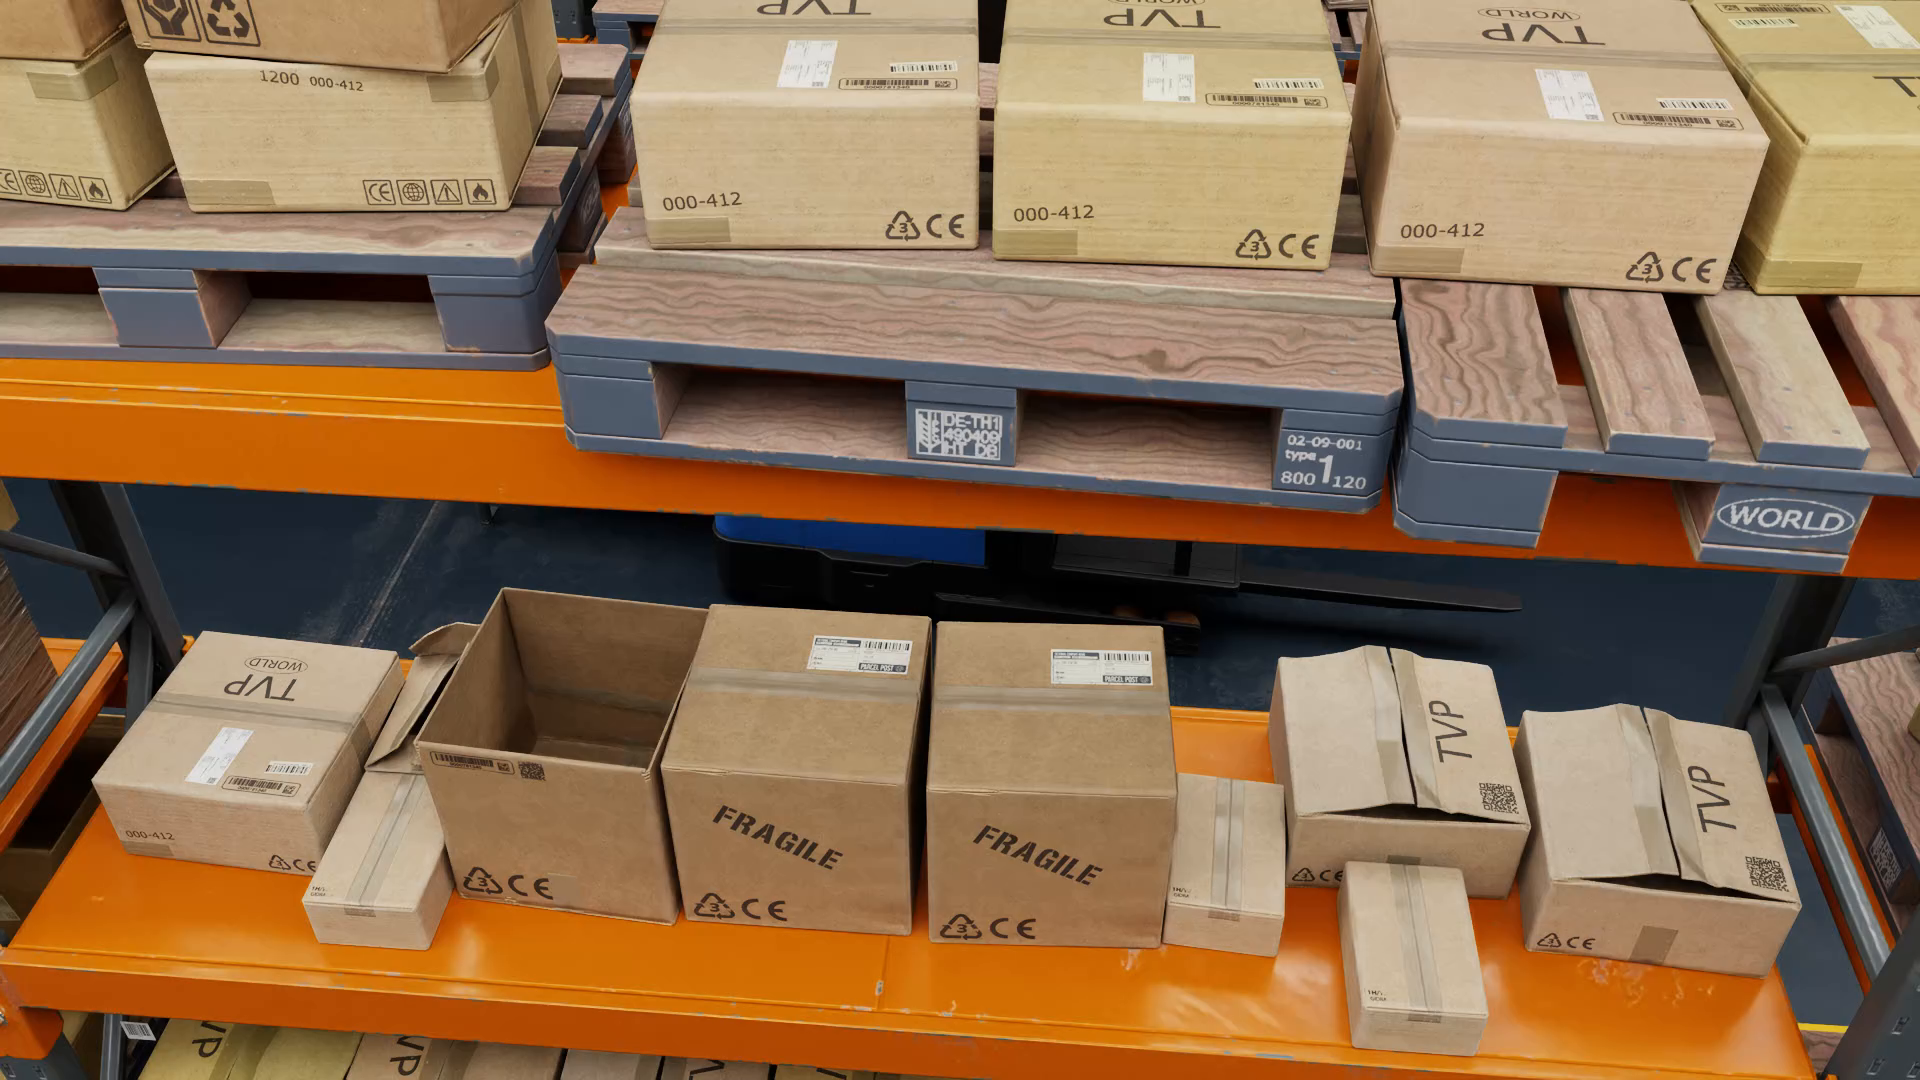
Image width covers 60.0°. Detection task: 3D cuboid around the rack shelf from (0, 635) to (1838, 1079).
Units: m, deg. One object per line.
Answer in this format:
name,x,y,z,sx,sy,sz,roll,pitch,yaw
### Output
rack shelf,-0.129,0.822,3.934,4.000,0.370,1.077,3,39,4

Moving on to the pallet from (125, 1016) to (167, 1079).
pallet,-2.910,1.446,4.806,1.213,0.211,1.003,3,39,4

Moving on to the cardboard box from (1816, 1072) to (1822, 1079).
cardboard box,2.293,1.655,3.972,0.500,0.500,0.500,5,39,6

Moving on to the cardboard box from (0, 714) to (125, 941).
cardboard box,-2.556,0.825,4.612,0.500,0.500,0.500,3,39,4

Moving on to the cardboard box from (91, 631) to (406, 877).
cardboard box,-1.627,0.492,3.889,0.500,0.250,0.500,5,39,7

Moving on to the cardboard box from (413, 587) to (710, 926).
cardboard box,-0.833,0.476,3.710,0.500,0.500,0.500,6,40,7

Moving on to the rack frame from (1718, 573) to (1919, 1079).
rack frame,1.864,0.652,3.573,0.127,3.000,1.000,3,39,4

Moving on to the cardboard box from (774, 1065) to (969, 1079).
cardboard box,-0.199,1.382,4.077,0.500,0.311,0.500,4,39,5

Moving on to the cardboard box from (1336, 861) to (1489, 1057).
cardboard box,0.944,0.874,3.499,0.250,0.149,0.380,3,39,4

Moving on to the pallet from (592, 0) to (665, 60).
pallet,-0.949,-2.474,7.565,1.213,0.211,1.003,3,39,4

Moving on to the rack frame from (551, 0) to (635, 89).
rack frame,-1.698,-2.682,7.668,0.127,3.000,1.000,3,39,4

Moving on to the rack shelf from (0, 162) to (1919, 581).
rack shelf,-0.129,-0.341,2.987,4.000,0.370,1.077,3,39,4

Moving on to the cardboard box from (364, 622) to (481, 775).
cardboard box,-1.230,0.419,3.966,0.258,0.266,0.396,2,39,3

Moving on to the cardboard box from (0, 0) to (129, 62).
cardboard box,-1.510,-1.066,2.500,0.500,0.500,0.500,4,39,4

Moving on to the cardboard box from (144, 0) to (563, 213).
cardboard box,-0.961,-0.766,2.725,0.500,0.250,0.500,0,39,-1

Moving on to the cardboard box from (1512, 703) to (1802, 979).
cardboard box,1.505,0.639,3.659,0.500,0.311,0.500,5,39,7

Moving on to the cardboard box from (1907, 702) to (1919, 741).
cardboard box,2.501,0.414,3.454,0.500,0.500,0.700,-9,40,-11

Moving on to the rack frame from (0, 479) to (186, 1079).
rack frame,-2.121,0.434,3.841,0.127,3.000,1.000,3,39,4

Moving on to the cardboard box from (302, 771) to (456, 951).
cardboard box,-1.256,0.708,3.703,0.250,0.149,0.380,3,39,4

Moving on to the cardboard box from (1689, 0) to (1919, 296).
cardboard box,1.407,-0.605,2.528,0.500,0.250,0.500,0,39,1

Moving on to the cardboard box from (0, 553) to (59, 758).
cardboard box,-2.564,0.375,3.834,0.500,0.500,0.700,2,39,3

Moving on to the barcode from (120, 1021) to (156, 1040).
barcode,-1.903,1.136,3.849,0.075,0.075,0.001,3,39,4

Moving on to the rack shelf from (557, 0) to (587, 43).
rack shelf,-3.690,-2.512,8.029,4.000,0.370,1.077,3,39,4

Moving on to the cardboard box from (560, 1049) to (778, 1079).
cardboard box,-0.717,1.357,4.108,0.500,0.311,0.500,2,39,2

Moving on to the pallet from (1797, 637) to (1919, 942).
pallet,2.545,0.719,3.642,1.003,0.211,1.213,3,39,4

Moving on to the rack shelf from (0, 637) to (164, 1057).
rack shelf,-4.114,0.604,4.201,4.000,0.370,1.077,3,39,4

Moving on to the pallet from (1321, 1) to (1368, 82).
pallet,1.568,-2.361,7.427,1.003,0.211,1.213,3,39,4

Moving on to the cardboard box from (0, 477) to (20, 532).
cardboard box,-2.372,0.007,3.772,0.250,0.149,0.380,3,39,4

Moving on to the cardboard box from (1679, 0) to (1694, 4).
cardboard box,3.270,-2.404,6.996,0.500,0.500,0.500,4,39,5

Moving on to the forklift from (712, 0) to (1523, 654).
forklift,0.621,-1.073,5.746,3.031,2.935,1.130,6,40,7

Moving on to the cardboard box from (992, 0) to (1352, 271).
cardboard box,0.314,-0.661,2.596,0.500,0.250,0.500,2,39,3

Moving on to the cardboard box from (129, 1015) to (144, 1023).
cardboard box,-2.557,1.122,4.841,0.500,0.250,0.500,3,39,4

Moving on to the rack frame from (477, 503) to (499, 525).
rack frame,-1.910,-0.801,6.546,0.032,1.500,0.500,6,40,7

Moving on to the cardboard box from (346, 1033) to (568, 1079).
cardboard box,-1.233,1.330,4.141,0.500,0.311,0.500,3,39,3

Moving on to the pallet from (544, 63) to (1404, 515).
pallet,0.066,-0.478,2.734,1.213,0.211,1.003,5,39,6

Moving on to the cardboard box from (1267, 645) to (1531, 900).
cardboard box,0.989,0.516,3.811,0.500,0.311,0.500,3,39,3

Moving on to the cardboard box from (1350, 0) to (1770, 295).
cardboard box,0.883,-0.623,2.549,0.500,0.250,0.500,4,39,5

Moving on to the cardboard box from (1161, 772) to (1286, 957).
cardboard box,0.588,0.715,3.694,0.250,0.149,0.380,6,40,7

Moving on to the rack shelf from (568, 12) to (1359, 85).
rack shelf,0.295,-2.294,7.762,4.000,0.370,1.077,3,39,4

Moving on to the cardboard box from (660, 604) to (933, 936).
cardboard box,-0.334,0.503,3.676,0.500,0.500,0.500,3,39,4

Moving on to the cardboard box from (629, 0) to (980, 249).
cardboard box,-0.222,-0.691,2.633,0.500,0.250,0.500,0,39,0

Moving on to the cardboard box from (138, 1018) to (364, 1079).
cardboard box,-1.731,1.299,4.179,0.500,0.311,0.500,3,39,4

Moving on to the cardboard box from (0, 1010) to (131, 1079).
cardboard box,-2.602,1.450,4.438,0.500,0.250,0.500,3,39,4

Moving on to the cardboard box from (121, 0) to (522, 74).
cardboard box,-0.941,-1.050,2.480,0.500,0.500,0.500,7,40,8

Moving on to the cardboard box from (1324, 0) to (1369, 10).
cardboard box,1.818,-2.692,7.254,0.500,0.500,0.700,-1,39,-1

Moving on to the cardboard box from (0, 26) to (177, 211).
cardboard box,-1.508,-0.794,2.760,0.500,0.250,0.500,7,40,8

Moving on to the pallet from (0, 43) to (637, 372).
pallet,-1.241,-0.615,2.905,1.217,0.209,0.805,2,39,2

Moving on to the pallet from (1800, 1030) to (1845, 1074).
pallet,2.604,1.798,4.374,1.213,0.211,1.003,3,39,4

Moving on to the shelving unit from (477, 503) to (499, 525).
shelving unit,-1.408,-0.749,6.482,1.048,1.500,0.538,6,40,7

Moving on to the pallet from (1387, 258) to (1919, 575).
pallet,1.180,-0.419,2.662,1.003,0.211,1.213,5,39,6

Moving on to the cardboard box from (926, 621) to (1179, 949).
cardboard box,0.191,0.532,3.641,0.500,0.500,0.500,1,39,1

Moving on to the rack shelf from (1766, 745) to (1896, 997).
rack shelf,3.856,1.040,3.666,4.000,0.370,1.077,3,39,4
